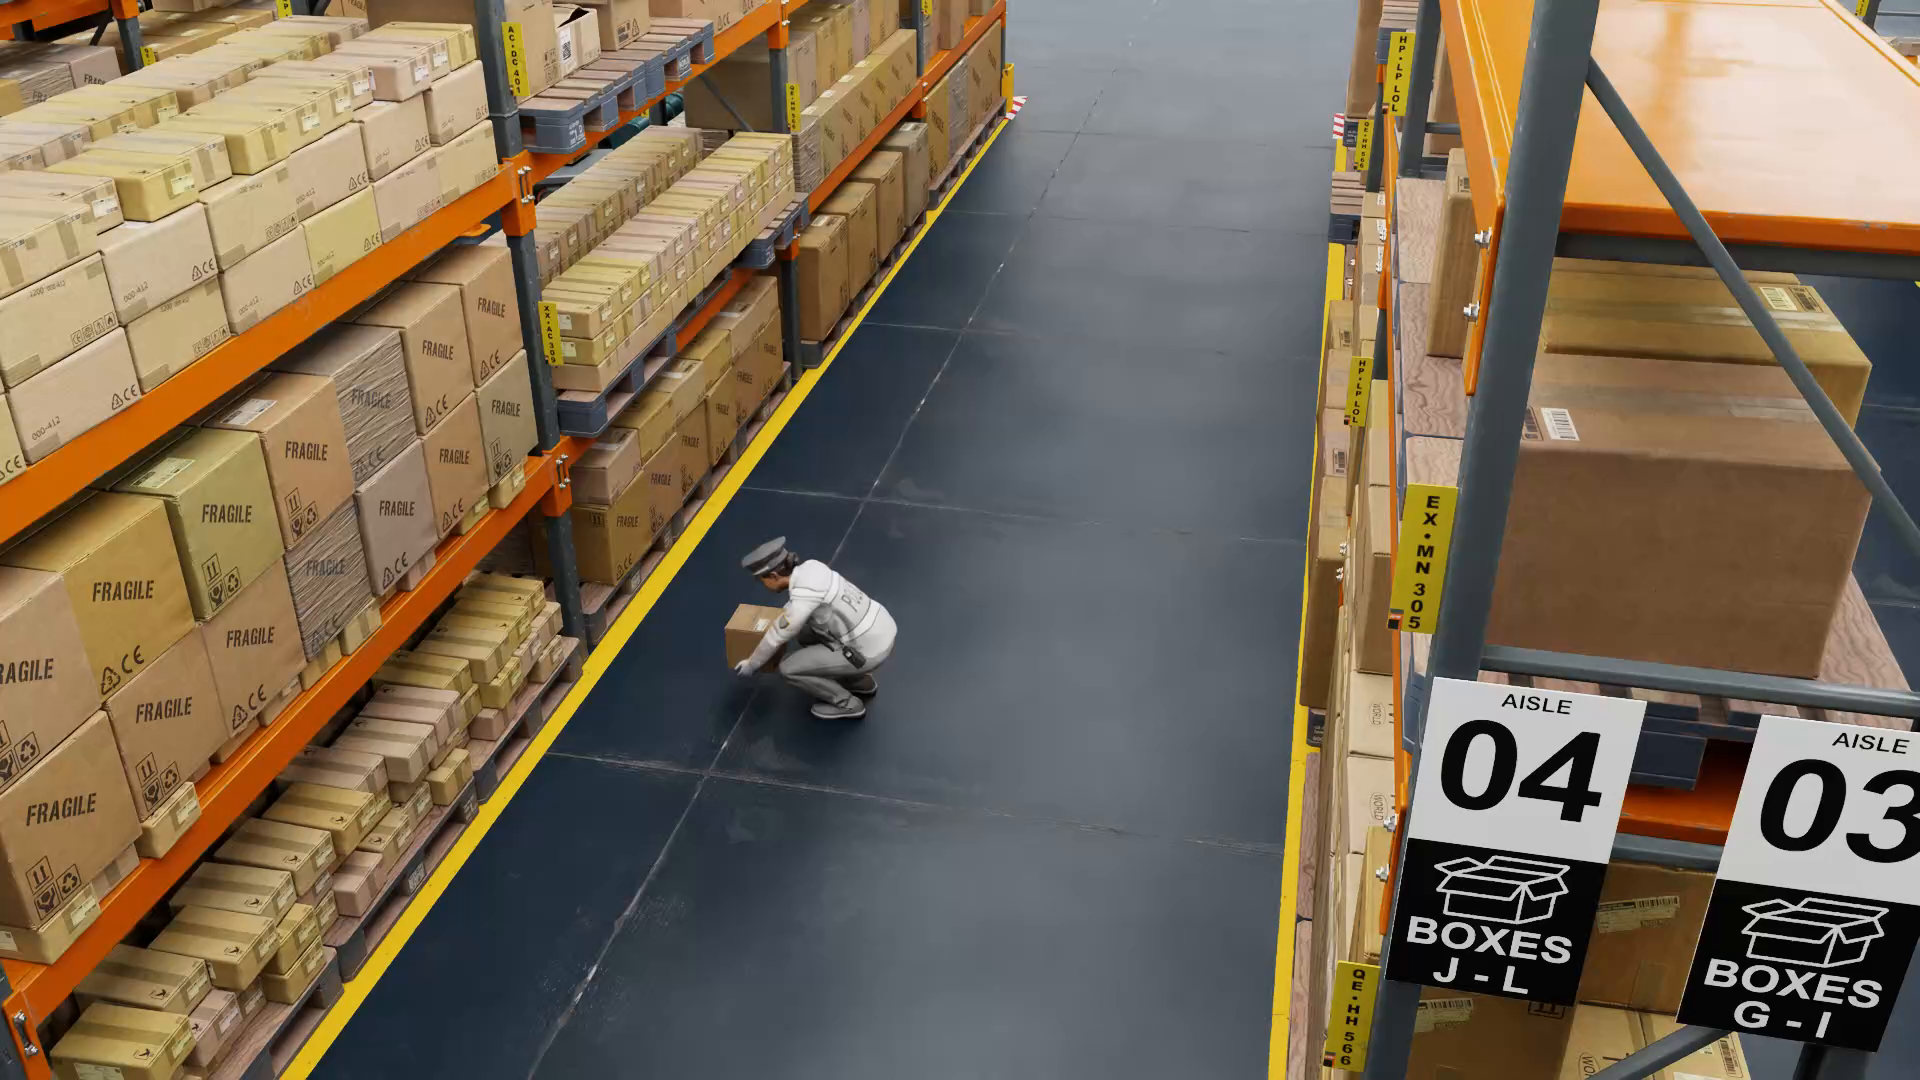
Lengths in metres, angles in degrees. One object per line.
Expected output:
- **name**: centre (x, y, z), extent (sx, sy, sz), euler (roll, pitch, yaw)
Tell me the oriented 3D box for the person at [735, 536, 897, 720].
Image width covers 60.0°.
- **person**: centre (-0.744, 0.422, 8.588), extent (0.822, 0.964, 0.503), euler (6, 30, 10)
